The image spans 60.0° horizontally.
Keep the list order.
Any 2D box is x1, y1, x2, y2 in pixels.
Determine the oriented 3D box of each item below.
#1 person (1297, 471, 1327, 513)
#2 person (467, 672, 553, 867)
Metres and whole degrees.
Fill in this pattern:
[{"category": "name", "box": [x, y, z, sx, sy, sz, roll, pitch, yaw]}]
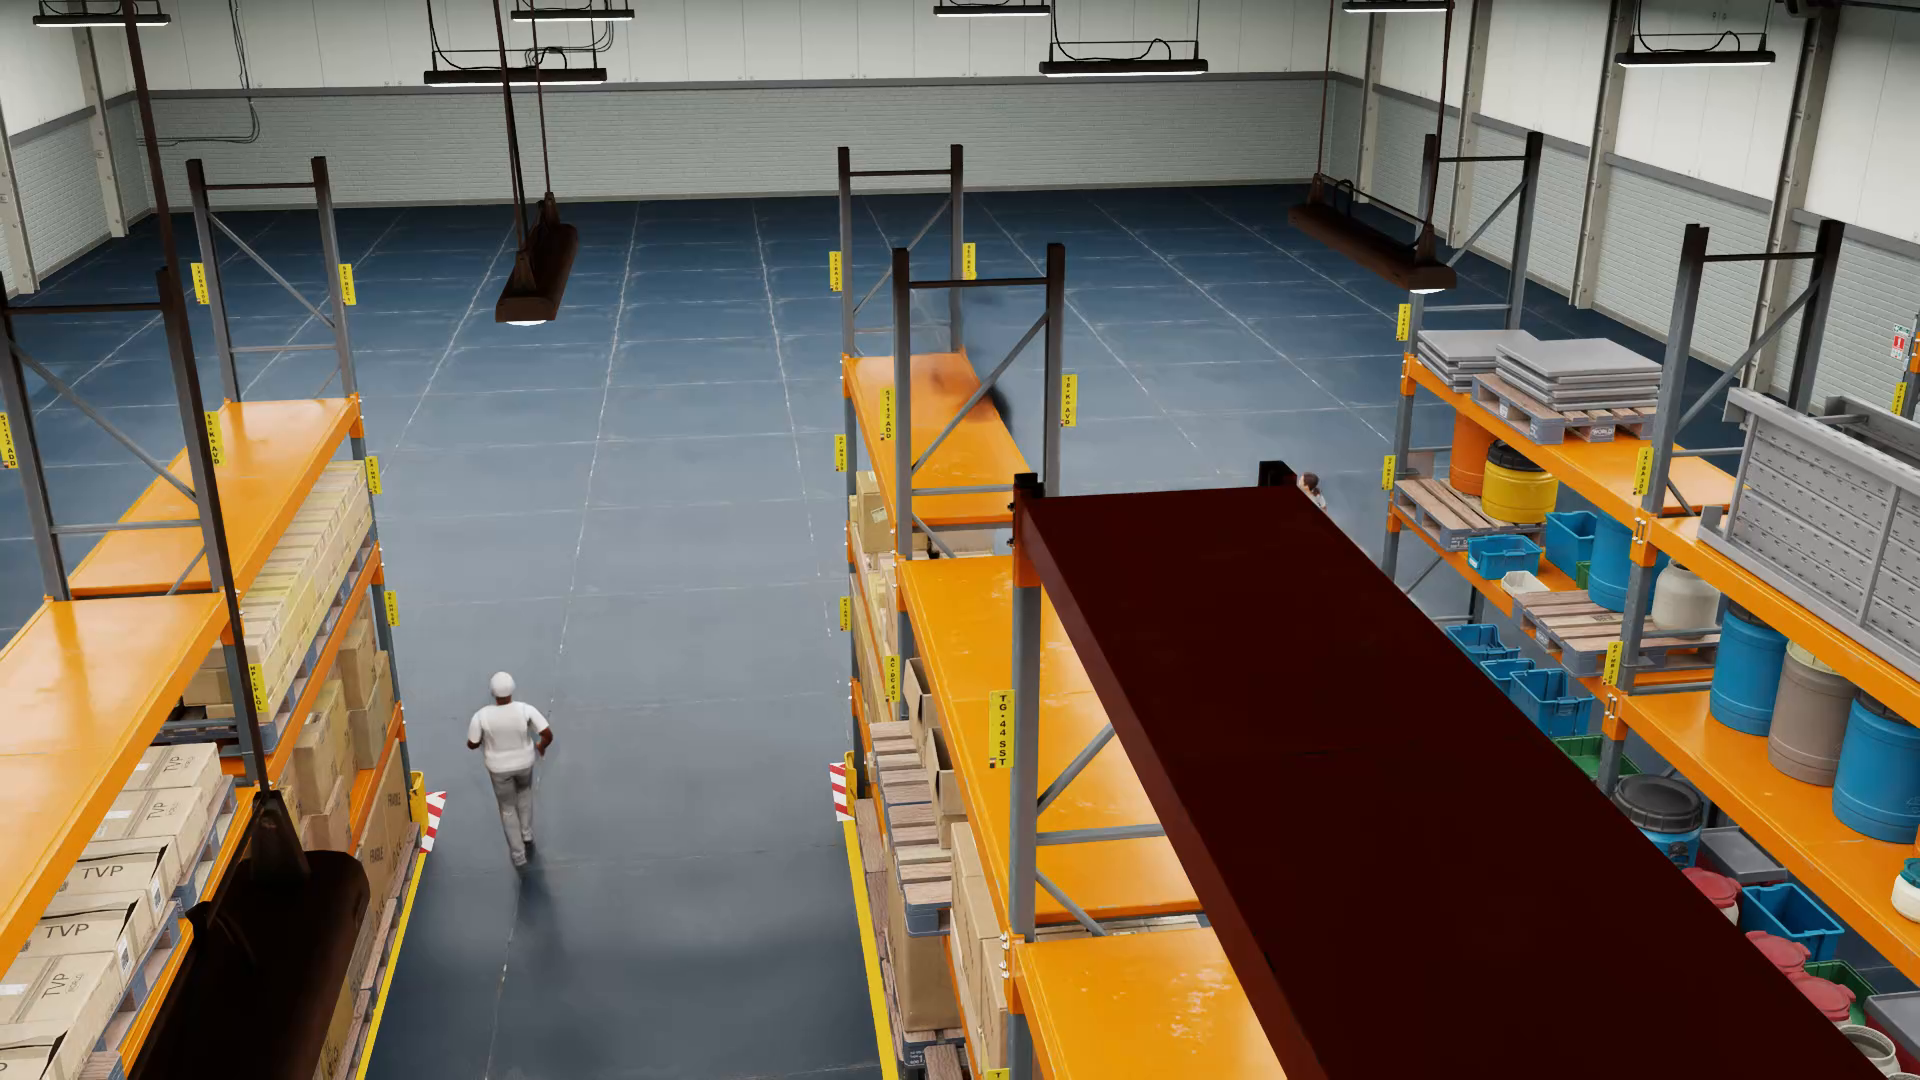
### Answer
[{"category": "person", "box": [4.022, 0.006, 19.354, 0.875, 1.678, 0.580, 9, 23, 22]}, {"category": "person", "box": [-3.859, 1.956, 14.305, 0.673, 1.827, 0.729, -9, 23, -22]}]
